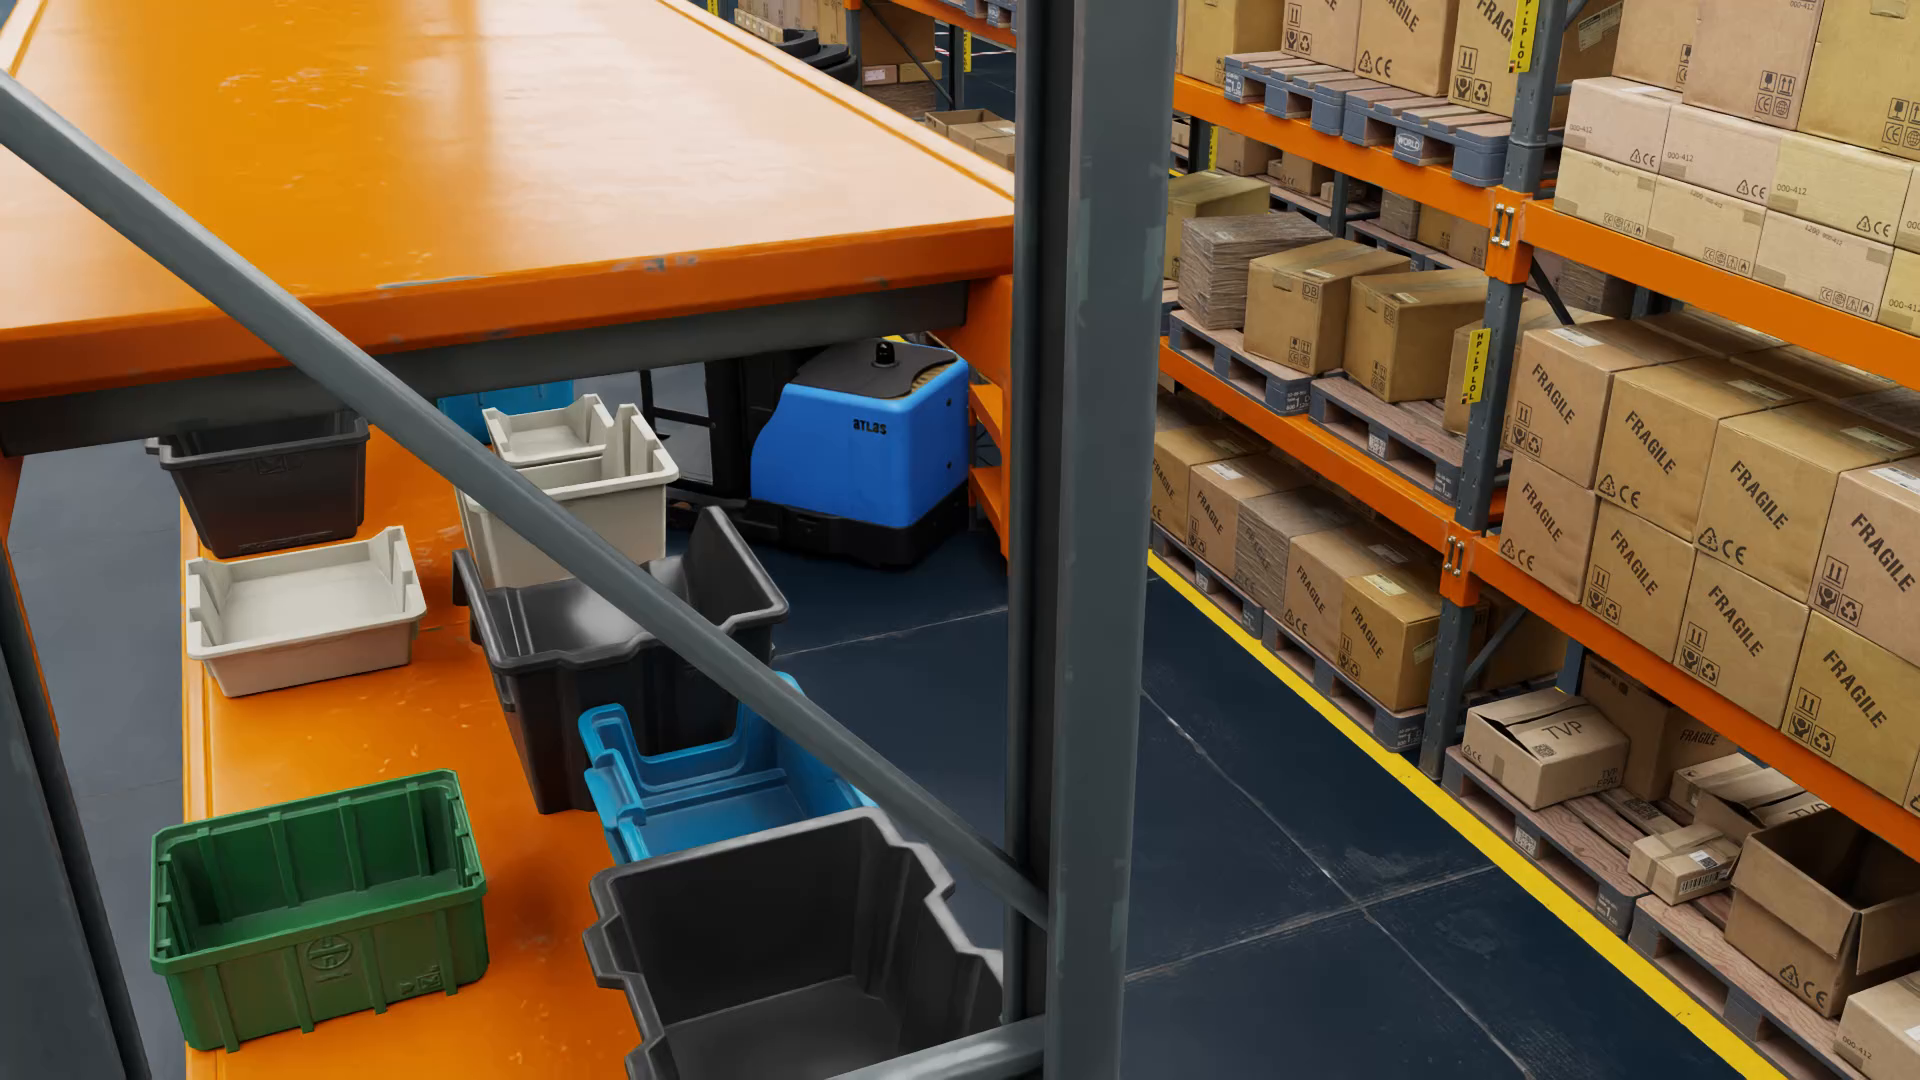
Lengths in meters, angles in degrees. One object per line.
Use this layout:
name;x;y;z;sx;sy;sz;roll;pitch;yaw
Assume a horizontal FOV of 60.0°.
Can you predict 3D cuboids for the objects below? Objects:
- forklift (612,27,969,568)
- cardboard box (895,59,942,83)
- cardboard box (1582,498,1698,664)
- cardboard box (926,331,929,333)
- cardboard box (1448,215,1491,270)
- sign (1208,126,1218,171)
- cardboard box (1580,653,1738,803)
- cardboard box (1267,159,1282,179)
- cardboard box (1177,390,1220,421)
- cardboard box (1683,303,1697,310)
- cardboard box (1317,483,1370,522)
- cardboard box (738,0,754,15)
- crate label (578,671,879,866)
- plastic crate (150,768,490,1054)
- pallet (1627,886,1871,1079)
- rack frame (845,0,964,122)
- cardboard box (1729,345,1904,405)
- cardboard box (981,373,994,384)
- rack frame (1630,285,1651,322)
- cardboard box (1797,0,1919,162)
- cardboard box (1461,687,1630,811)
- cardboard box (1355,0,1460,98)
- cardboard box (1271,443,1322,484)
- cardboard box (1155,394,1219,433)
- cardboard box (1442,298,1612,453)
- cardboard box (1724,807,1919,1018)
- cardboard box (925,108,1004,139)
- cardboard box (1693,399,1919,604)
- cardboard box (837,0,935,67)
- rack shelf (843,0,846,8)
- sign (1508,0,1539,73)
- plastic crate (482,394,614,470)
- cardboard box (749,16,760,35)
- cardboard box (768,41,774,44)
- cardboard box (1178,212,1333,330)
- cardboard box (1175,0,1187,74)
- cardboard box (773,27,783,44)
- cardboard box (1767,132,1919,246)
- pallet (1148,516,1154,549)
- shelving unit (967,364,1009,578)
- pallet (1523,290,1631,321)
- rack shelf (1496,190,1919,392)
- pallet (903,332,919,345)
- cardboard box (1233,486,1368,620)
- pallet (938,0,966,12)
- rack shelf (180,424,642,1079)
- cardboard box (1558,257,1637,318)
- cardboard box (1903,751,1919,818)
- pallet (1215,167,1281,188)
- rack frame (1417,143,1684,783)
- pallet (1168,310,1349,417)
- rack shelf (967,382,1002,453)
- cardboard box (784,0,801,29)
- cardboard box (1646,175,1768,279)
forklift;-1.450;-1.581;10.147;3.031;2.935;1.130;12;28;23
cardboard box;-0.377;-4.015;14.200;0.380;0.149;0.250;-11;28;-21
cardboard box;2.835;0.107;6.498;0.500;0.500;0.500;-10;28;-20
cardboard box;-0.116;-1.869;13.314;0.500;0.250;0.500;-11;28;-22
cardboard box;4.821;-2.756;14.824;0.700;0.500;0.500;-10;28;-20
sign;1.612;-2.503;10.729;0.100;0.325;0.005;-11;28;-21
cardboard box;3.167;0.800;7.540;0.500;0.500;0.500;-11;28;-21
cardboard box;3.499;-3.955;17.679;0.380;0.149;0.250;-13;29;-25
cardboard box;1.699;-0.659;10.528;0.500;0.500;0.500;-9;28;-19
cardboard box;5.840;-1.677;12.238;0.750;0.750;0.750;-11;28;-21
cardboard box;2.310;-0.035;9.250;0.500;0.500;0.500;-10;28;-20
cardboard box;-1.825;-5.567;16.641;0.700;0.500;0.500;-10;28;-20
crate label;-0.374;0.449;2.663;0.408;0.251;0.502;-11;28;-21
plastic crate;-0.959;0.556;2.515;0.450;0.188;0.336;-11;28;-21
pallet;3.433;1.717;6.493;1.003;0.211;1.213;-11;28;-21
rack frame;-0.450;-3.536;14.074;1.000;3.000;0.127;-11;28;-21
cardboard box;3.322;-0.435;6.468;0.500;0.500;0.500;-11;28;-22
cardboard box;0.481;-1.253;12.052;0.500;0.250;0.500;-11;28;-21
rack frame;5.673;-2.774;12.513;1.000;3.000;0.127;-11;28;-21
cardboard box;3.175;-1.532;5.297;0.700;0.500;0.500;-11;28;-21
cardboard box;2.648;0.910;7.530;0.500;0.311;0.500;-11;28;-21
cardboard box;2.271;-2.415;7.652;0.600;0.600;0.600;-11;28;-21
cardboard box;2.129;-0.561;9.474;0.500;0.250;0.500;-11;28;-22
cardboard box;1.242;-0.553;10.311;0.500;0.500;0.500;-12;28;-22
cardboard box;2.703;-0.770;7.816;0.700;0.500;0.500;-22;34;-37
cardboard box;3.423;1.375;6.359;0.797;0.503;0.637;-11;28;-21
cardboard box;0.042;-3.056;12.976;0.500;0.500;0.500;-9;27;-17
cardboard box;3.012;-0.147;5.878;0.500;0.500;0.500;-11;28;-22
cardboard box;-0.630;-4.342;14.132;0.700;0.500;0.500;-10;28;-20
rack shelf;-1.233;-5.368;15.227;1.077;0.370;4.000;-11;28;-21
sign;2.174;-1.967;6.403;0.100;0.325;0.005;-11;28;-21
plastic crate;-1.028;-0.238;4.201;0.293;0.136;0.466;-11;28;-21
cardboard box;-1.859;-5.085;16.393;0.380;0.149;0.250;-10;28;-20
cardboard box;-1.446;-4.593;16.124;0.700;0.500;0.500;-10;28;-20
cardboard box;1.649;-1.518;9.348;0.700;0.500;0.500;-5;27;-11
cardboard box;1.518;-2.938;9.316;0.910;0.500;0.500;-11;28;-21
cardboard box;-1.555;-4.773;15.753;0.380;0.149;0.250;-11;28;-21
cardboard box;3.027;-1.167;5.405;0.500;0.250;0.500;-11;28;-21
pallet;1.374;-0.361;10.748;1.003;0.211;1.213;-11;28;-21
shelving unit;0.413;-0.369;9.723;0.538;1.125;1.048;-6;27;-11
pallet;5.368;-1.837;13.771;1.003;0.211;1.213;-11;28;-21
rack shelf;3.466;-0.524;5.305;1.077;0.370;4.000;-11;28;-21
pallet;-0.126;-1.993;14.090;1.003;0.211;1.213;-11;28;-21
cardboard box;1.844;0.065;9.045;0.500;0.500;0.500;-10;28;-20
pallet;0.328;-3.894;11.603;1.003;0.211;1.213;-9;28;-18
rack shelf;-1.093;0.326;3.565;1.077;0.370;4.000;-11;28;-21
cardboard box;5.343;-2.130;13.542;0.700;0.500;0.500;-10;28;-20
cardboard box;3.427;0.718;5.247;0.500;0.500;0.500;-10;28;-20
pallet;3.329;-3.894;17.985;1.003;0.211;1.213;-11;28;-21
rack frame;2.683;-0.307;7.459;1.000;3.000;0.127;-11;28;-21
pallet;1.882;-1.051;9.202;1.003;0.211;1.213;-11;28;-21
rack shelf;0.413;-0.632;9.595;0.538;0.278;1.000;-6;27;-11
cardboard box;-1.219;-4.950;15.377;0.700;0.500;0.500;-11;28;-21
cardboard box;2.838;-1.146;5.930;0.500;0.250;0.500;-11;28;-21
